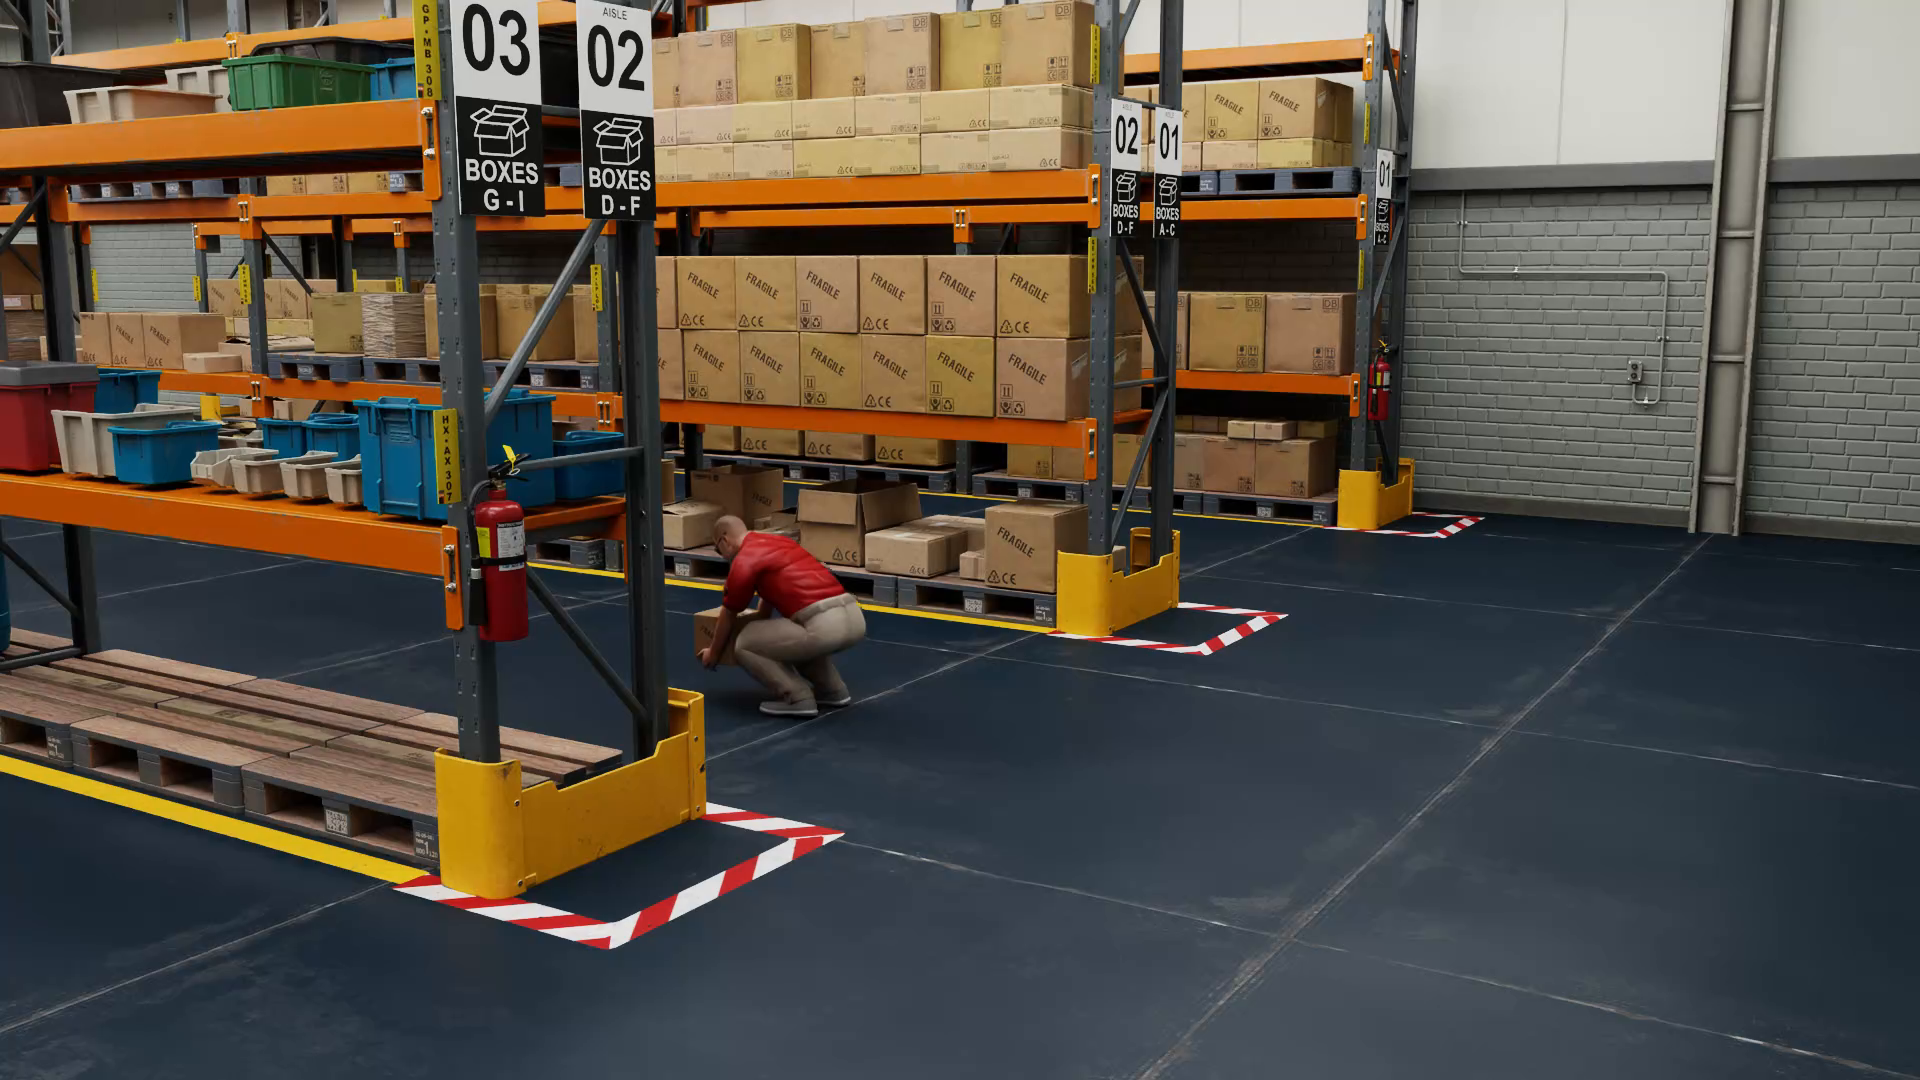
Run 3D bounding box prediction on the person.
[{"bbox_3d":[-0.925,0.378,8.500,0.886,0.976,0.539,5,11,30],"label":"person"}]
